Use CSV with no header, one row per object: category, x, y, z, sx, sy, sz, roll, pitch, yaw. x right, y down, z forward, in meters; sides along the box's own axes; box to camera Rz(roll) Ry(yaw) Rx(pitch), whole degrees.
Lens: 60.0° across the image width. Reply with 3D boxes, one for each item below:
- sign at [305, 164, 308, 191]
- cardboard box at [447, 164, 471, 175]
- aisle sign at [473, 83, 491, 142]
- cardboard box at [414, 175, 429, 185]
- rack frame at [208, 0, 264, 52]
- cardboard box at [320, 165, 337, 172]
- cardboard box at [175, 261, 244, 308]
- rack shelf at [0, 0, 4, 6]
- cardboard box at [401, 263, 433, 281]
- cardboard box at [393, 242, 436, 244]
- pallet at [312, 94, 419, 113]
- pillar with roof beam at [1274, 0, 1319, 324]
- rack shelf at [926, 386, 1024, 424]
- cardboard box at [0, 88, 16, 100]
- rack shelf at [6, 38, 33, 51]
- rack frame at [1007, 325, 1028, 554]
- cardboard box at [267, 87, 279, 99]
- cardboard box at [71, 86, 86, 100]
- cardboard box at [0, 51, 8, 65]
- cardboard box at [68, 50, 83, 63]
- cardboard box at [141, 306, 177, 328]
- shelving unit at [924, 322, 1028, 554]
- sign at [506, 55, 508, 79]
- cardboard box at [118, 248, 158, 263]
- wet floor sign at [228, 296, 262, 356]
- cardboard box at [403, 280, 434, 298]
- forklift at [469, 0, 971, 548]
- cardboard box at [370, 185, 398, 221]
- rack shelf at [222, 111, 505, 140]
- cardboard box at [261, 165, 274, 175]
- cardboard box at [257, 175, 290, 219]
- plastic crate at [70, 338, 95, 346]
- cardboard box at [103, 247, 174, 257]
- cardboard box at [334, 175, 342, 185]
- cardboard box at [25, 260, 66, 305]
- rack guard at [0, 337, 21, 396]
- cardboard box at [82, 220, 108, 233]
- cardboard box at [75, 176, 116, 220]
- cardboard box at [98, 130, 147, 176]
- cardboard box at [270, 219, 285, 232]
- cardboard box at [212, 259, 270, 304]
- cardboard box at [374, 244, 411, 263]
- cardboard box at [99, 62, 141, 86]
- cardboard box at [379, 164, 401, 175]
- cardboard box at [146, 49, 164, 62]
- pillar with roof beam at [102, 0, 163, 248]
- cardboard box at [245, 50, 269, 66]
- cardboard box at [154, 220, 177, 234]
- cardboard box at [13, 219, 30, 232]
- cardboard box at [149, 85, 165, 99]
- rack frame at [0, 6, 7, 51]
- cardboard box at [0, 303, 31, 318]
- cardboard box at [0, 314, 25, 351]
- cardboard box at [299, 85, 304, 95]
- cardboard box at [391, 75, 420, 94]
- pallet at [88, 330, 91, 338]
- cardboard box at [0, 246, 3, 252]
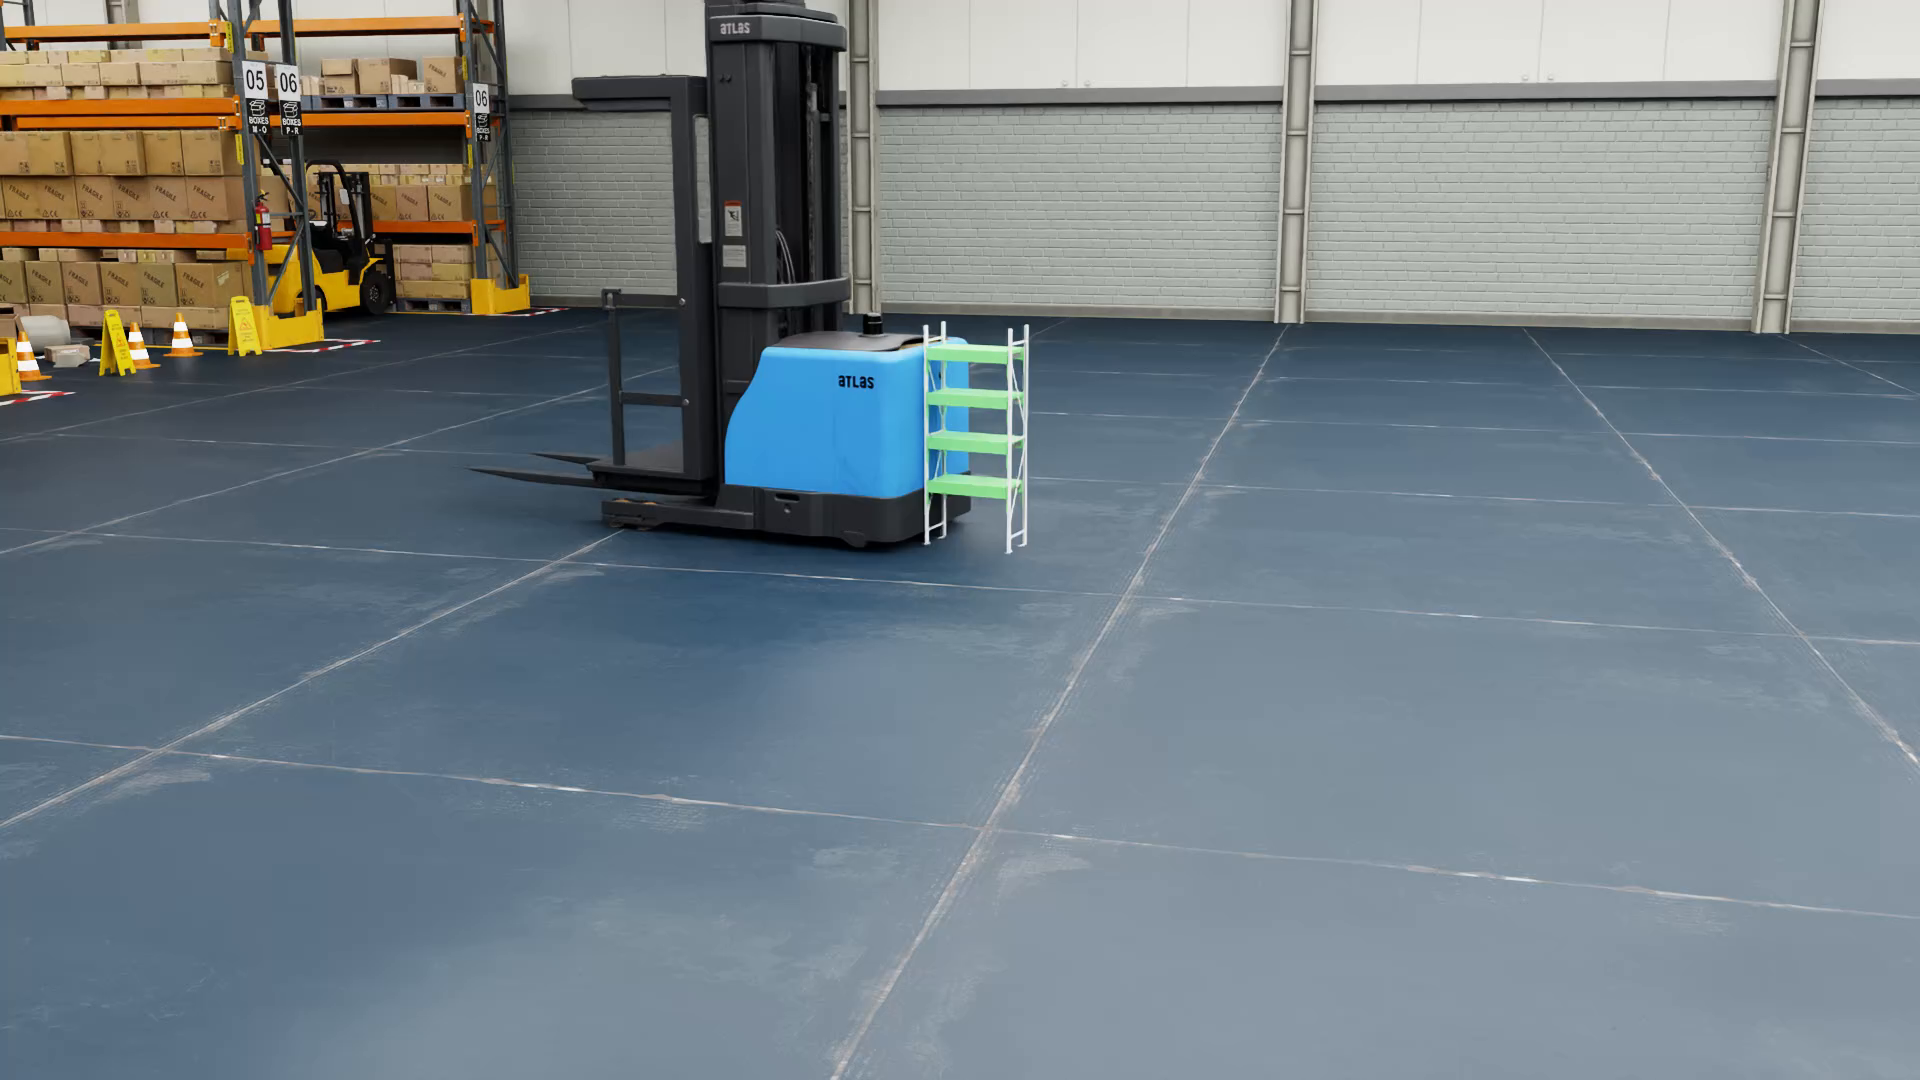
sign,-7.782,-4.306,19.718,0.005,0.325,0.100,3,13,14
cardboard box,-7.124,-5.298,23.774,0.250,0.149,0.380,3,13,14
aisle sign,-6.732,-6.017,23.427,0.004,0.787,0.394,3,13,14
cardboard box,-7.622,-5.171,23.888,0.250,0.149,0.380,3,13,15
rack frame,-10.609,-7.950,24.289,0.127,3.000,1.000,3,13,14
cardboard box,-9.101,-5.402,24.243,0.250,0.149,0.380,3,13,13
cardboard box,-8.752,-2.985,19.409,0.500,0.500,0.500,3,13,14
rack shelf,-9.853,-6.449,19.194,4.000,0.370,1.077,3,13,14
cardboard box,-7.758,-3.908,24.146,0.500,0.250,0.500,3,13,13
cardboard box,-8.116,-4.282,24.679,0.500,0.250,0.500,3,13,13
pallet,-8.594,-6.339,24.161,1.213,0.211,1.003,3,13,14
pillar with roof beam,3.433,-6.440,17.483,0.400,9.000,9.100,3,13,14
rack shelf,0.086,-0.729,8.938,0.480,0.148,0.258,6,14,24
cardboard box,-11.043,-5.236,19.562,0.250,0.149,0.380,3,13,14
rack shelf,-16.435,-7.714,25.813,4.000,0.370,1.077,3,13,14
rack frame,0.308,-0.535,8.876,0.015,1.200,0.240,6,14,24
cardboard box,-8.156,-5.196,19.385,0.250,0.149,0.380,3,13,14
cardboard box,-10.052,-5.170,19.268,0.250,0.149,0.380,3,13,14
cardboard box,-11.054,-5.600,19.362,0.250,0.149,0.380,3,13,12
cardboard box,-10.038,-5.560,19.180,0.250,0.149,0.380,3,13,15
cardboard box,-9.262,-2.646,19.612,0.500,0.250,0.500,3,13,14
shelving unit,0.086,-0.557,8.976,0.503,1.200,0.258,6,14,24
sign,-6.587,-6.859,24.099,0.005,0.325,0.100,3,13,14
cardboard box,-9.623,-3.334,19.486,0.250,0.149,0.380,4,13,16
wet floor sign,-7.983,-2.385,18.494,0.232,0.644,0.267,8,15,33
cardboard box,-7.738,-3.662,24.191,0.500,0.250,0.500,3,13,14
forklift,-1.497,-1.580,9.588,3.031,2.935,1.130,6,14,24
cardboard box,-8.266,-4.888,24.108,0.500,0.500,0.500,3,13,12
rack shelf,-8.668,-6.030,24.224,4.000,0.370,1.077,3,13,14
cardboard box,-10.091,-5.462,24.511,0.250,0.149,0.380,3,13,14
cardboard box,-8.305,-4.046,19.628,0.500,0.500,0.500,3,13,13
plastic crate,-10.467,-2.298,19.405,0.583,0.080,0.402,-1,13,-6
cardboard box,-12.601,-4.172,25.624,0.625,0.625,0.875,3,13,11
cardboard box,-8.866,-5.230,24.153,0.250,0.149,0.380,3,13,12
cardboard box,-10.764,-3.093,19.896,0.500,0.500,0.500,4,13,16
rack guard,-8.976,-1.501,14.847,0.348,0.500,1.175,3,13,14
cardboard box,-10.075,-3.695,19.542,0.250,0.149,0.380,3,13,13
cardboard box,-9.962,-4.017,19.498,0.500,0.500,0.500,3,13,14
cardboard box,-9.469,-4.465,19.206,0.500,0.500,0.700,3,13,13
cardboard box,-8.192,-3.708,19.600,0.250,0.149,0.380,3,13,14
cardboard box,-8.652,-3.099,19.924,0.500,0.500,0.500,3,13,12
cardboard box,-8.237,-4.172,24.181,0.500,0.250,0.500,3,13,14
cardboard box,-9.466,-5.328,19.056,0.500,0.250,0.500,3,13,15
cardboard box,-8.135,-5.331,23.922,0.250,0.149,0.380,3,13,15
cardboard box,-9.038,-5.511,18.960,0.250,0.149,0.380,3,13,14
pillar with roof beam,-14.043,-7.374,21.693,0.400,9.000,9.100,3,13,14
cardboard box,-8.208,-5.562,19.190,0.250,0.149,0.380,3,13,13
cardboard box,-9.099,-3.636,19.275,0.250,0.149,0.380,3,13,15
cardboard box,-11.043,-3.761,19.839,0.250,0.149,0.380,3,13,13
cardboard box,-9.054,-5.125,19.062,0.250,0.149,0.380,3,13,14
rack frame,-11.795,-6.906,19.583,0.127,3.000,1.000,3,13,14
cardboard box,-11.287,-2.752,20.091,0.500,0.250,0.500,2,13,11
cardboard box,-10.223,-2.109,17.579,0.637,0.503,0.797,-6,14,-25
cardboard box,-9.500,-6.489,24.012,0.250,0.149,0.380,3,13,15
cardboard box,-7.849,-6.458,23.601,0.258,0.266,0.396,3,13,14
pallet,-11.134,-2.588,20.411,1.213,0.211,1.003,3,13,14
cardboard box,-15.033,-4.502,25.904,0.250,0.149,0.380,2,13,11
